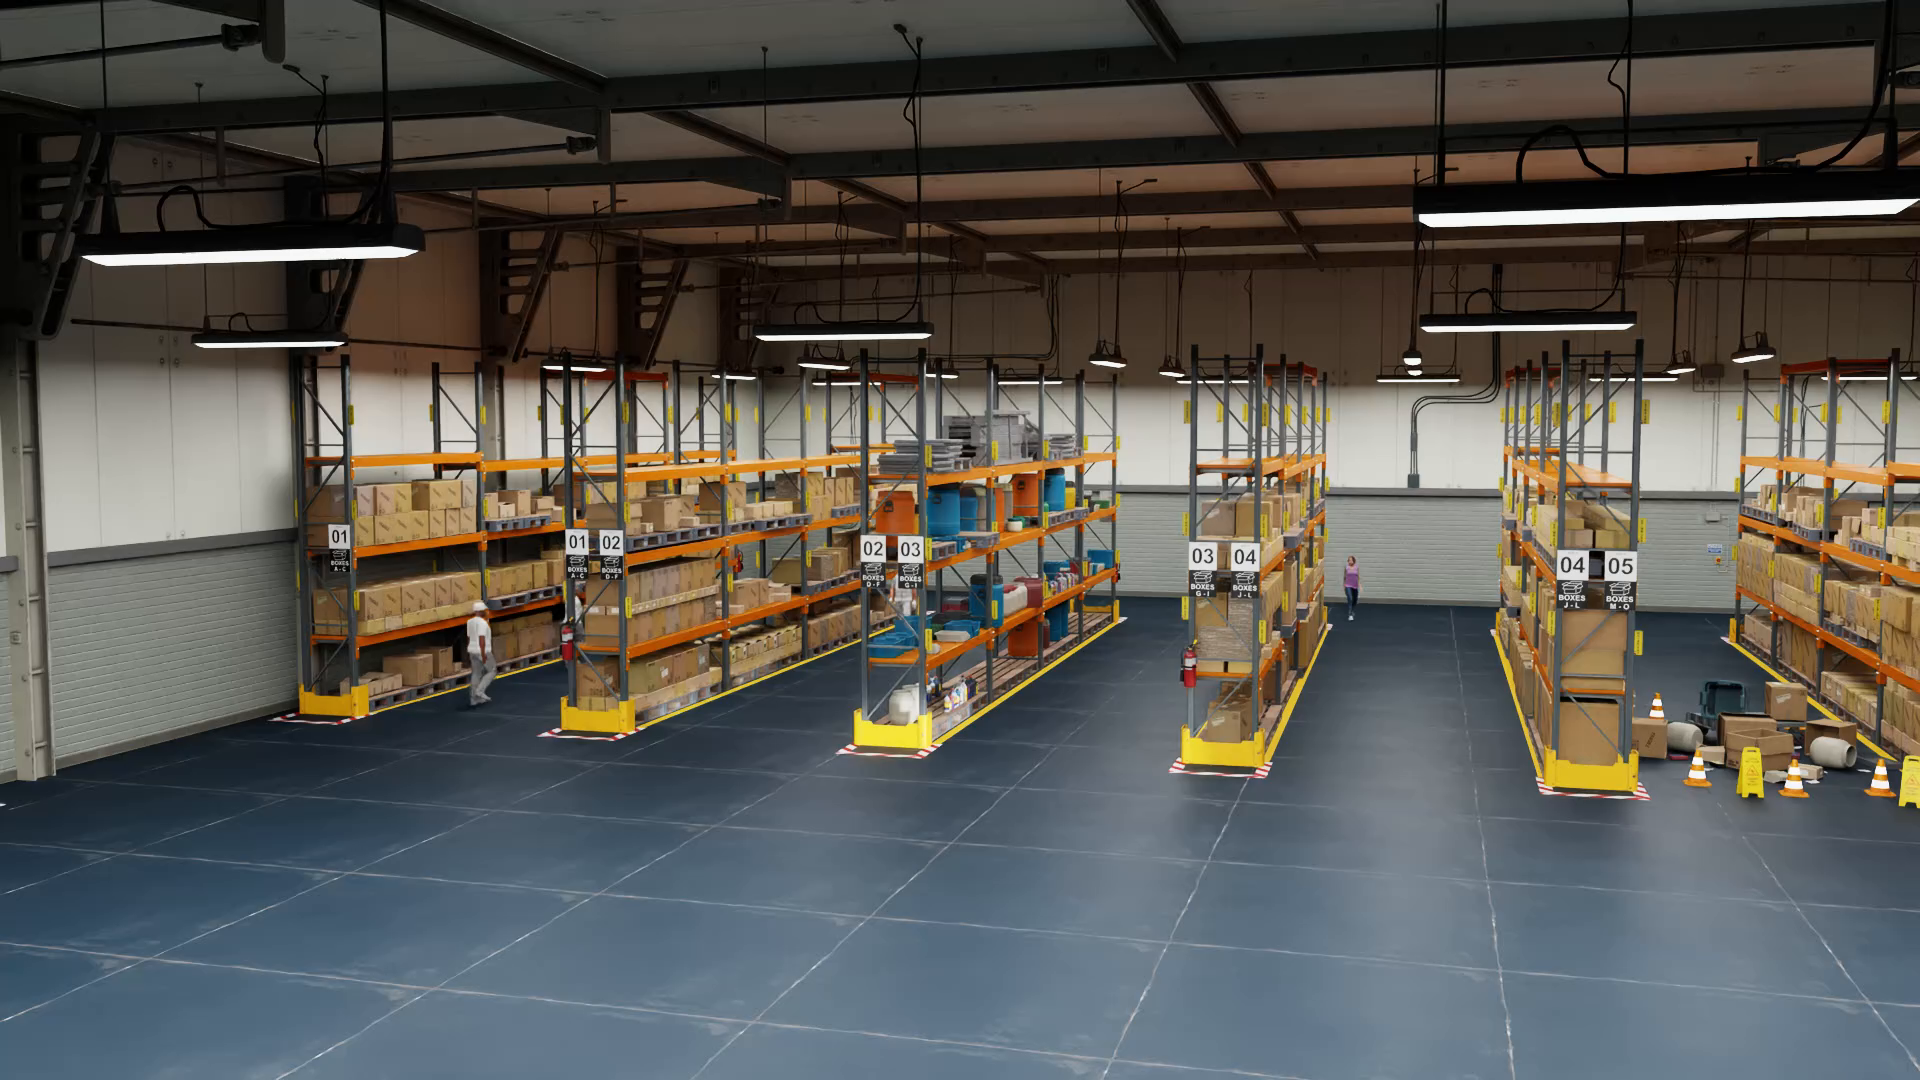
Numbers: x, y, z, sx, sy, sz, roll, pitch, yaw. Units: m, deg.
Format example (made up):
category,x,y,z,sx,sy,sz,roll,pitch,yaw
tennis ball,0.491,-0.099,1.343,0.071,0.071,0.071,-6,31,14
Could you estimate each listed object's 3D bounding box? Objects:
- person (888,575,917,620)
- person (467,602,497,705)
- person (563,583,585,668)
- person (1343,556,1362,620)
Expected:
category,x,y,z,sx,sy,sz,roll,pitch,yaw
person,-1.284,1.362,36.860,0.546,1.728,1.095,1,4,14
person,-8.341,1.956,28.813,0.593,1.752,0.483,2,5,28
person,-7.655,1.687,32.952,0.495,1.672,0.458,3,5,31
person,9.595,1.204,40.706,0.415,1.453,0.899,0,4,0
